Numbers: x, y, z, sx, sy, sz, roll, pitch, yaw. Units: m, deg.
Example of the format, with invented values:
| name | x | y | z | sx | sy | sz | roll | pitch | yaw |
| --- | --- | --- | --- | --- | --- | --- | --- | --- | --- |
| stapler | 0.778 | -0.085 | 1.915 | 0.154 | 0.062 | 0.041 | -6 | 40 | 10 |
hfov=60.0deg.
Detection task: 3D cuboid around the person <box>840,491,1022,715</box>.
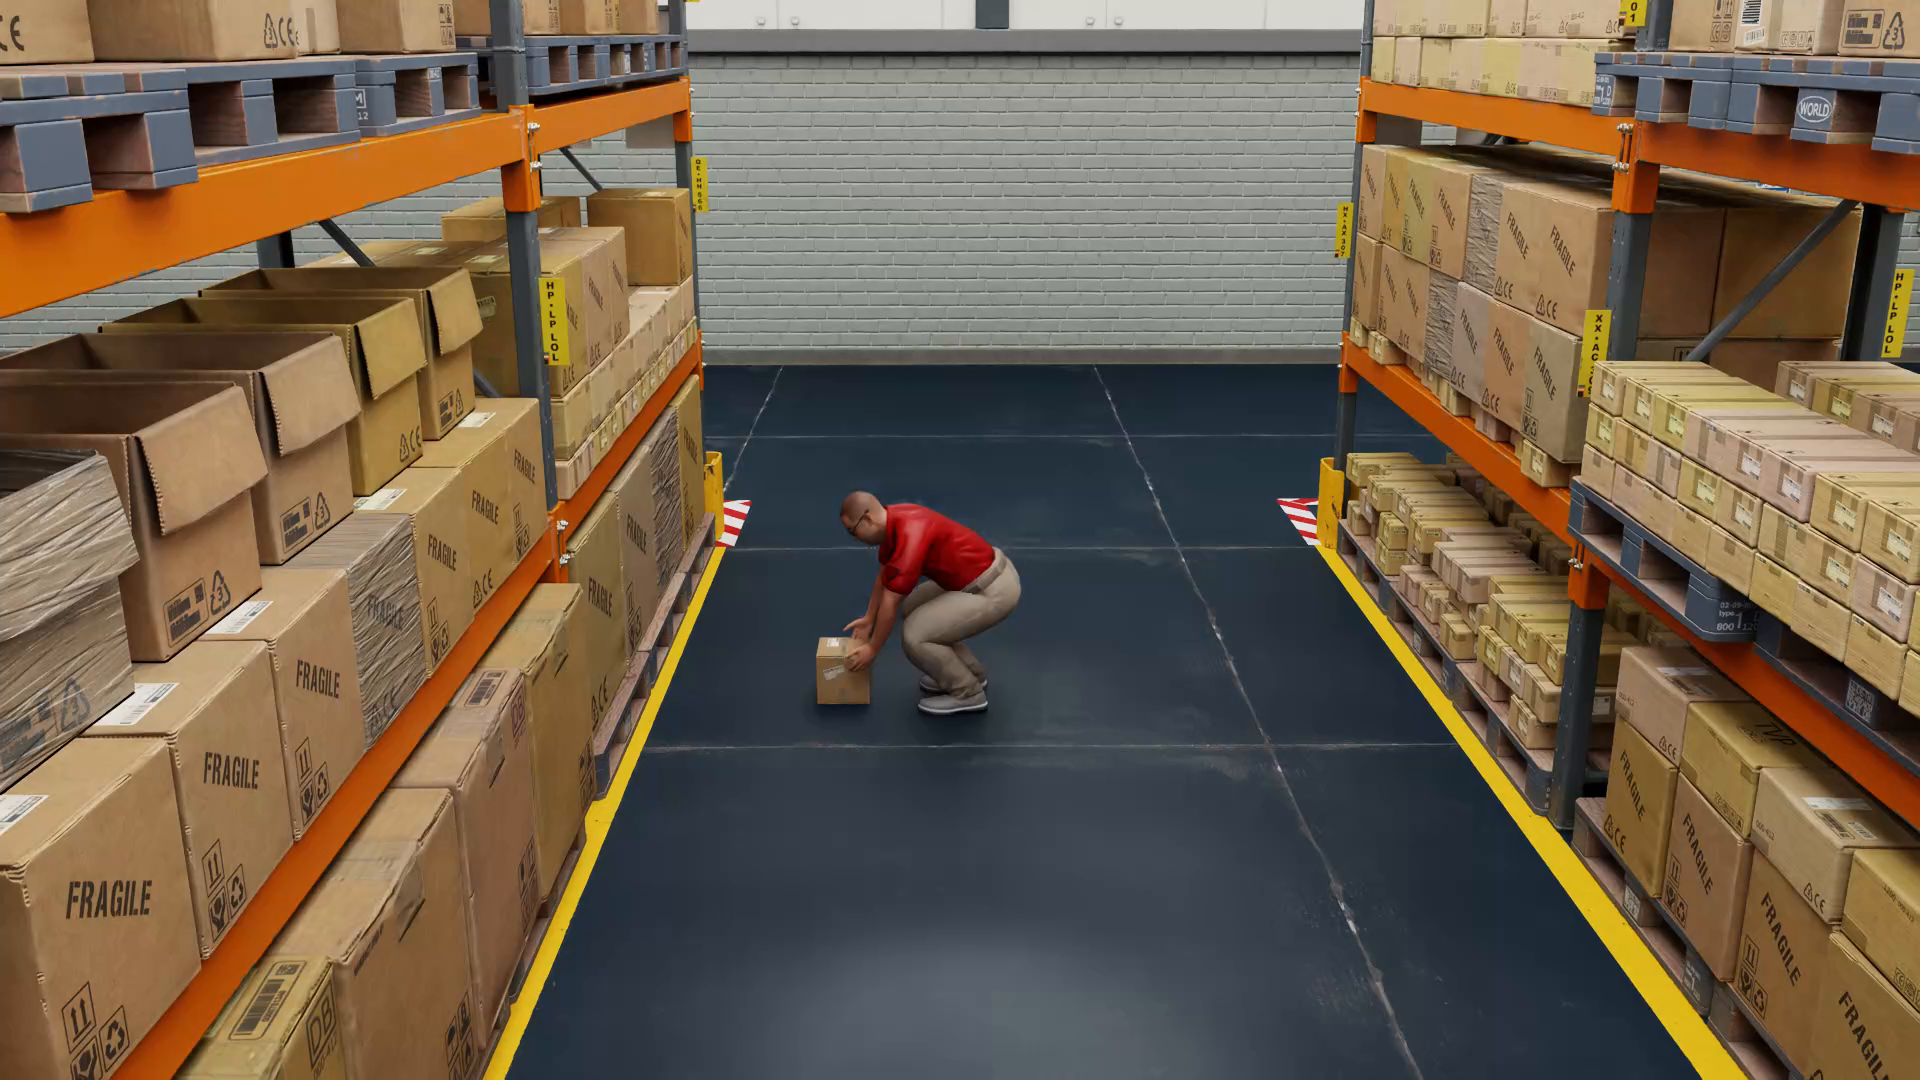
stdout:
| name | x | y | z | sx | sy | sz | roll | pitch | yaw |
| --- | --- | --- | --- | --- | --- | --- | --- | --- | --- |
| person | -0.140 | 0.273 | 7.831 | 0.855 | 1.060 | 0.568 | 0 | 17 | -1 |
